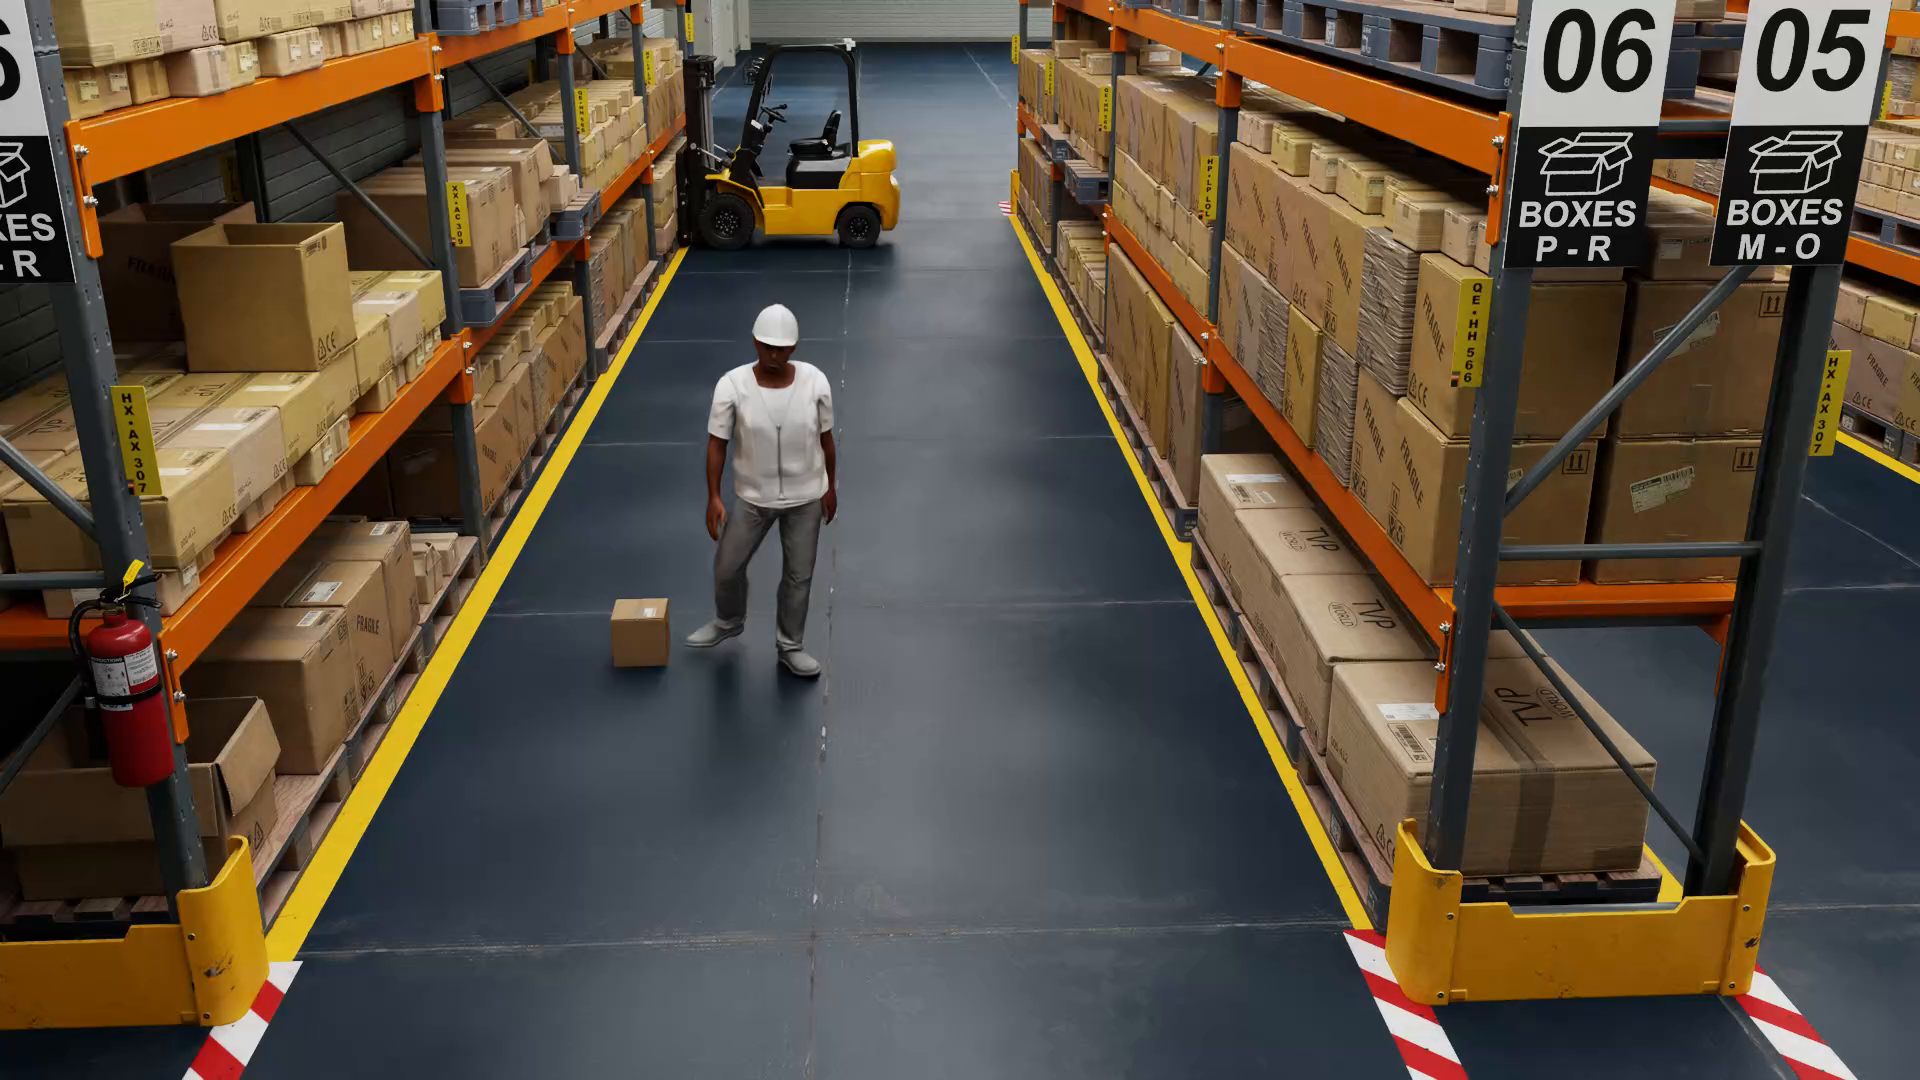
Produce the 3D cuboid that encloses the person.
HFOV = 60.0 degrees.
[{"bbox_3d":[-0.935,-0.226,7.633,0.746,1.759,0.528,-3,20,-8],"label":"person"}]
